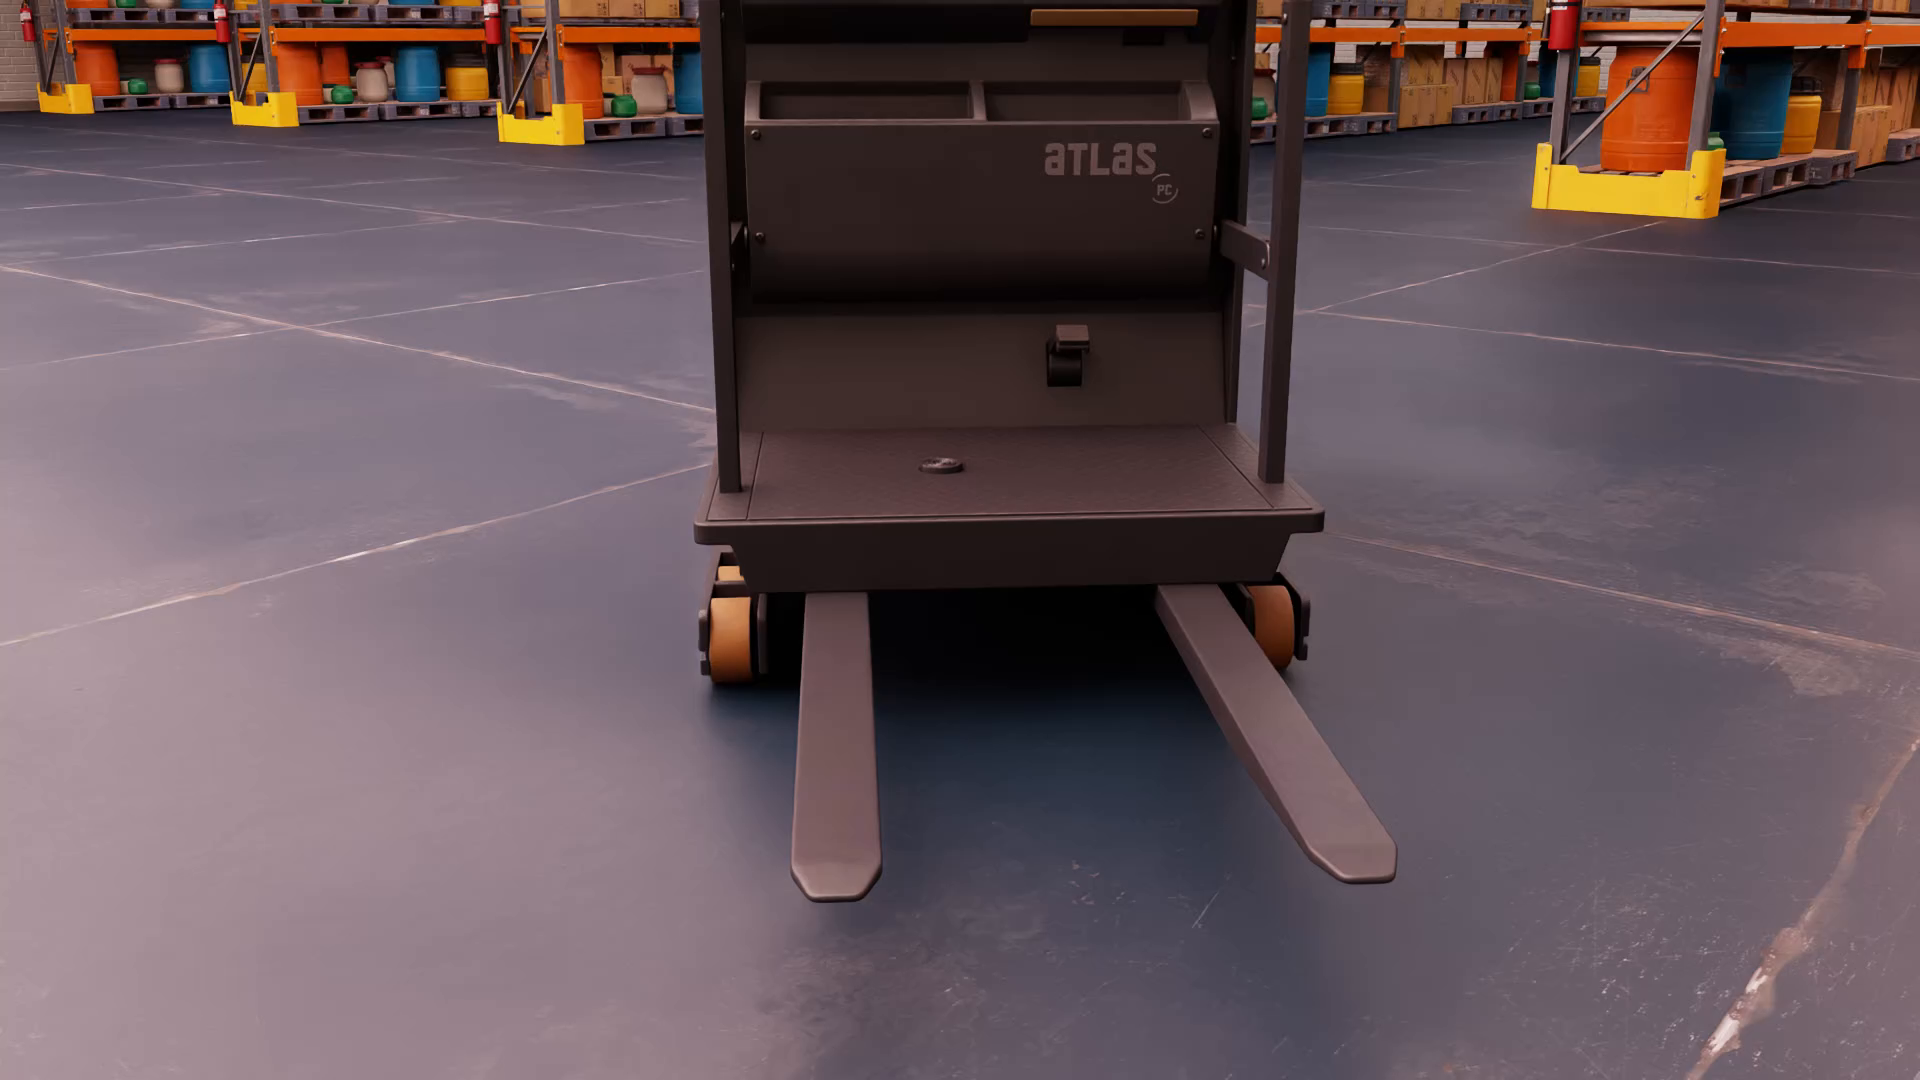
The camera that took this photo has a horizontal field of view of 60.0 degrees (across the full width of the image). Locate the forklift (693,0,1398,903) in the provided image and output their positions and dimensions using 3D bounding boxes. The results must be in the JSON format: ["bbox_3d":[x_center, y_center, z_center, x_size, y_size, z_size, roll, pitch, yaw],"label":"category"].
[{"bbox_3d":[0.060,-1.234,2.963,1.130,2.935,3.031,-1,17,-4],"label":"forklift"}]
